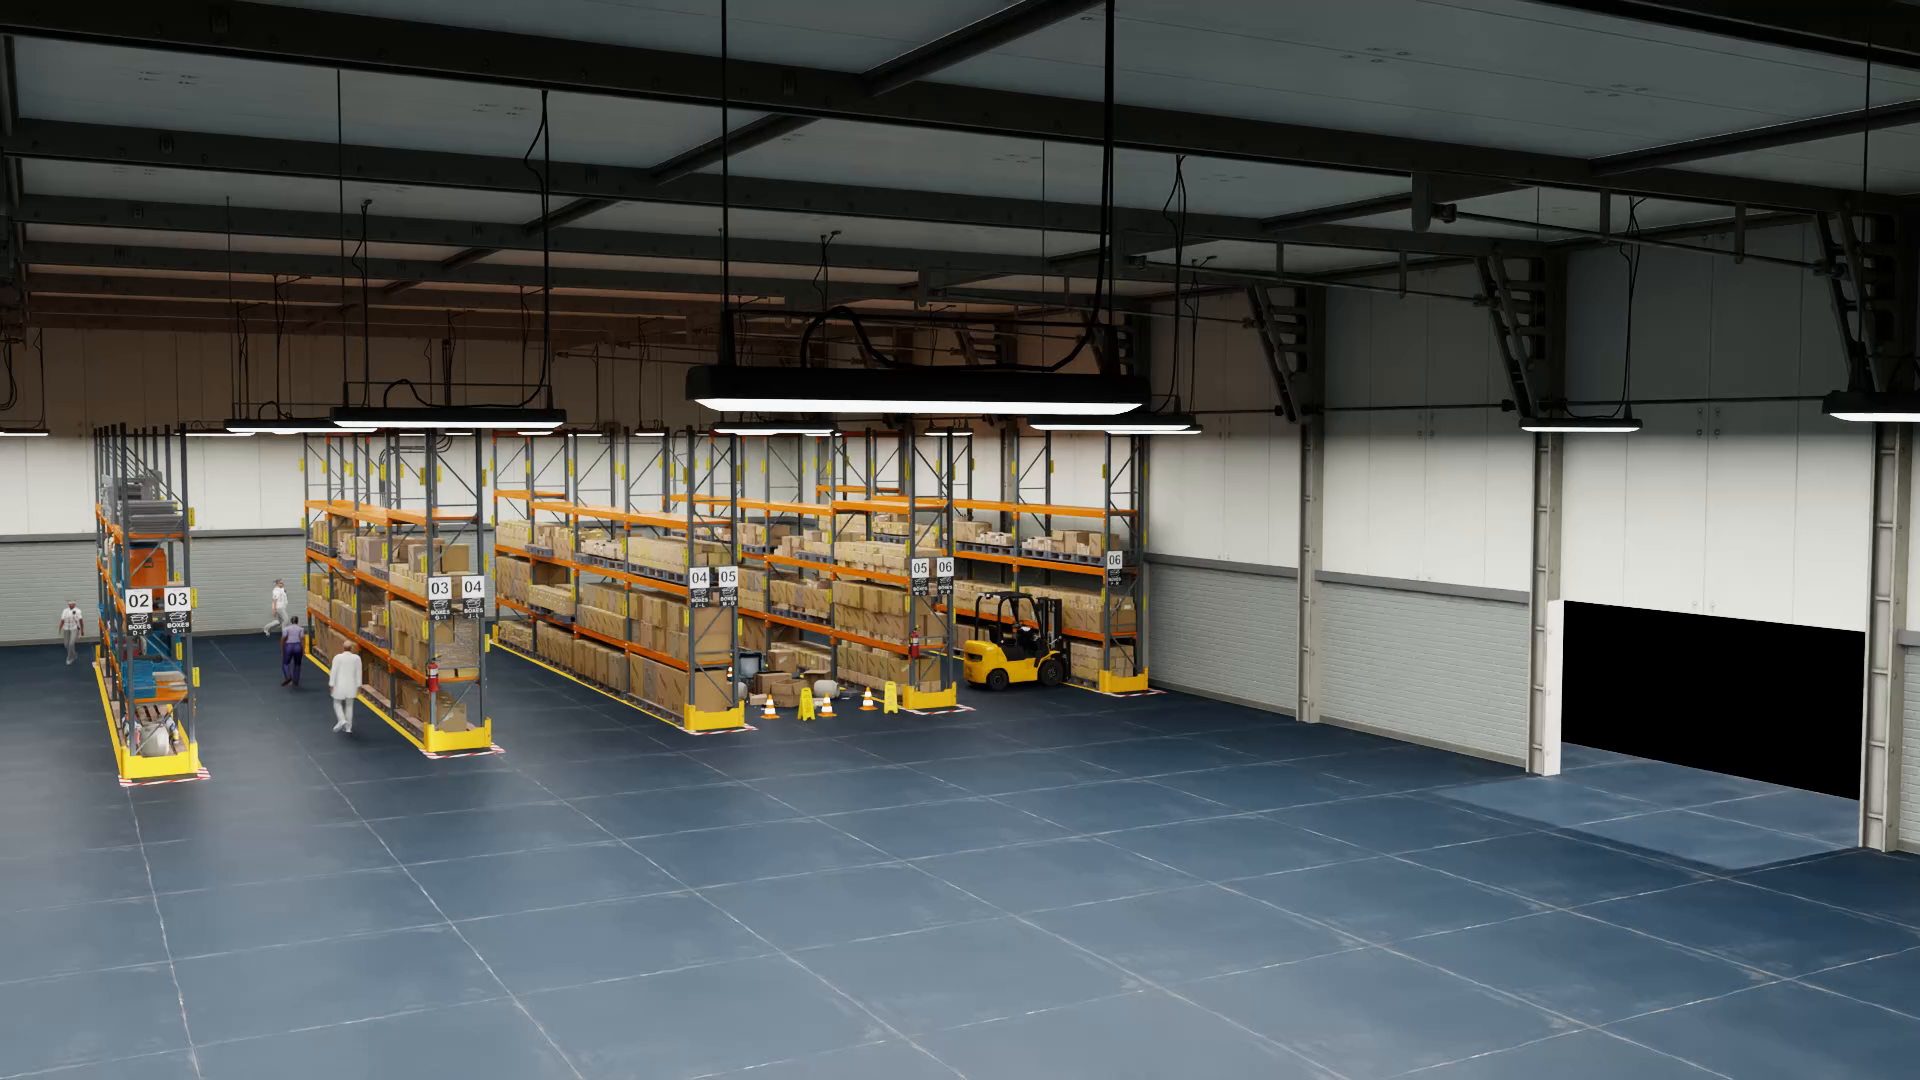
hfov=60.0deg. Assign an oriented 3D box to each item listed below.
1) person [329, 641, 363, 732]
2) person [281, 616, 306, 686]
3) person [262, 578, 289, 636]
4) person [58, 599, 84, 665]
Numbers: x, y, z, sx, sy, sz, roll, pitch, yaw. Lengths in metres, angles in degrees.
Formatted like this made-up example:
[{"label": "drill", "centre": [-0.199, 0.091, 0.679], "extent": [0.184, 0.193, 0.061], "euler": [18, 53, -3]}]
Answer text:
[{"label": "person", "centre": [-11.969, 2.859, 32.424], "extent": [0.620, 1.778, 0.535], "euler": [-2, 4, -26]}, {"label": "person", "centre": [-15.440, 2.585, 38.508], "extent": [0.567, 1.623, 0.625], "euler": [-2, 4, -27]}, {"label": "person", "centre": [-19.637, 1.944, 47.901], "extent": [0.857, 1.724, 0.539], "euler": [-1, 4, -15]}, {"label": "person", "centre": [-22.761, 2.344, 42.600], "extent": [0.514, 1.695, 0.690], "euler": [0, 3, -6]}]
